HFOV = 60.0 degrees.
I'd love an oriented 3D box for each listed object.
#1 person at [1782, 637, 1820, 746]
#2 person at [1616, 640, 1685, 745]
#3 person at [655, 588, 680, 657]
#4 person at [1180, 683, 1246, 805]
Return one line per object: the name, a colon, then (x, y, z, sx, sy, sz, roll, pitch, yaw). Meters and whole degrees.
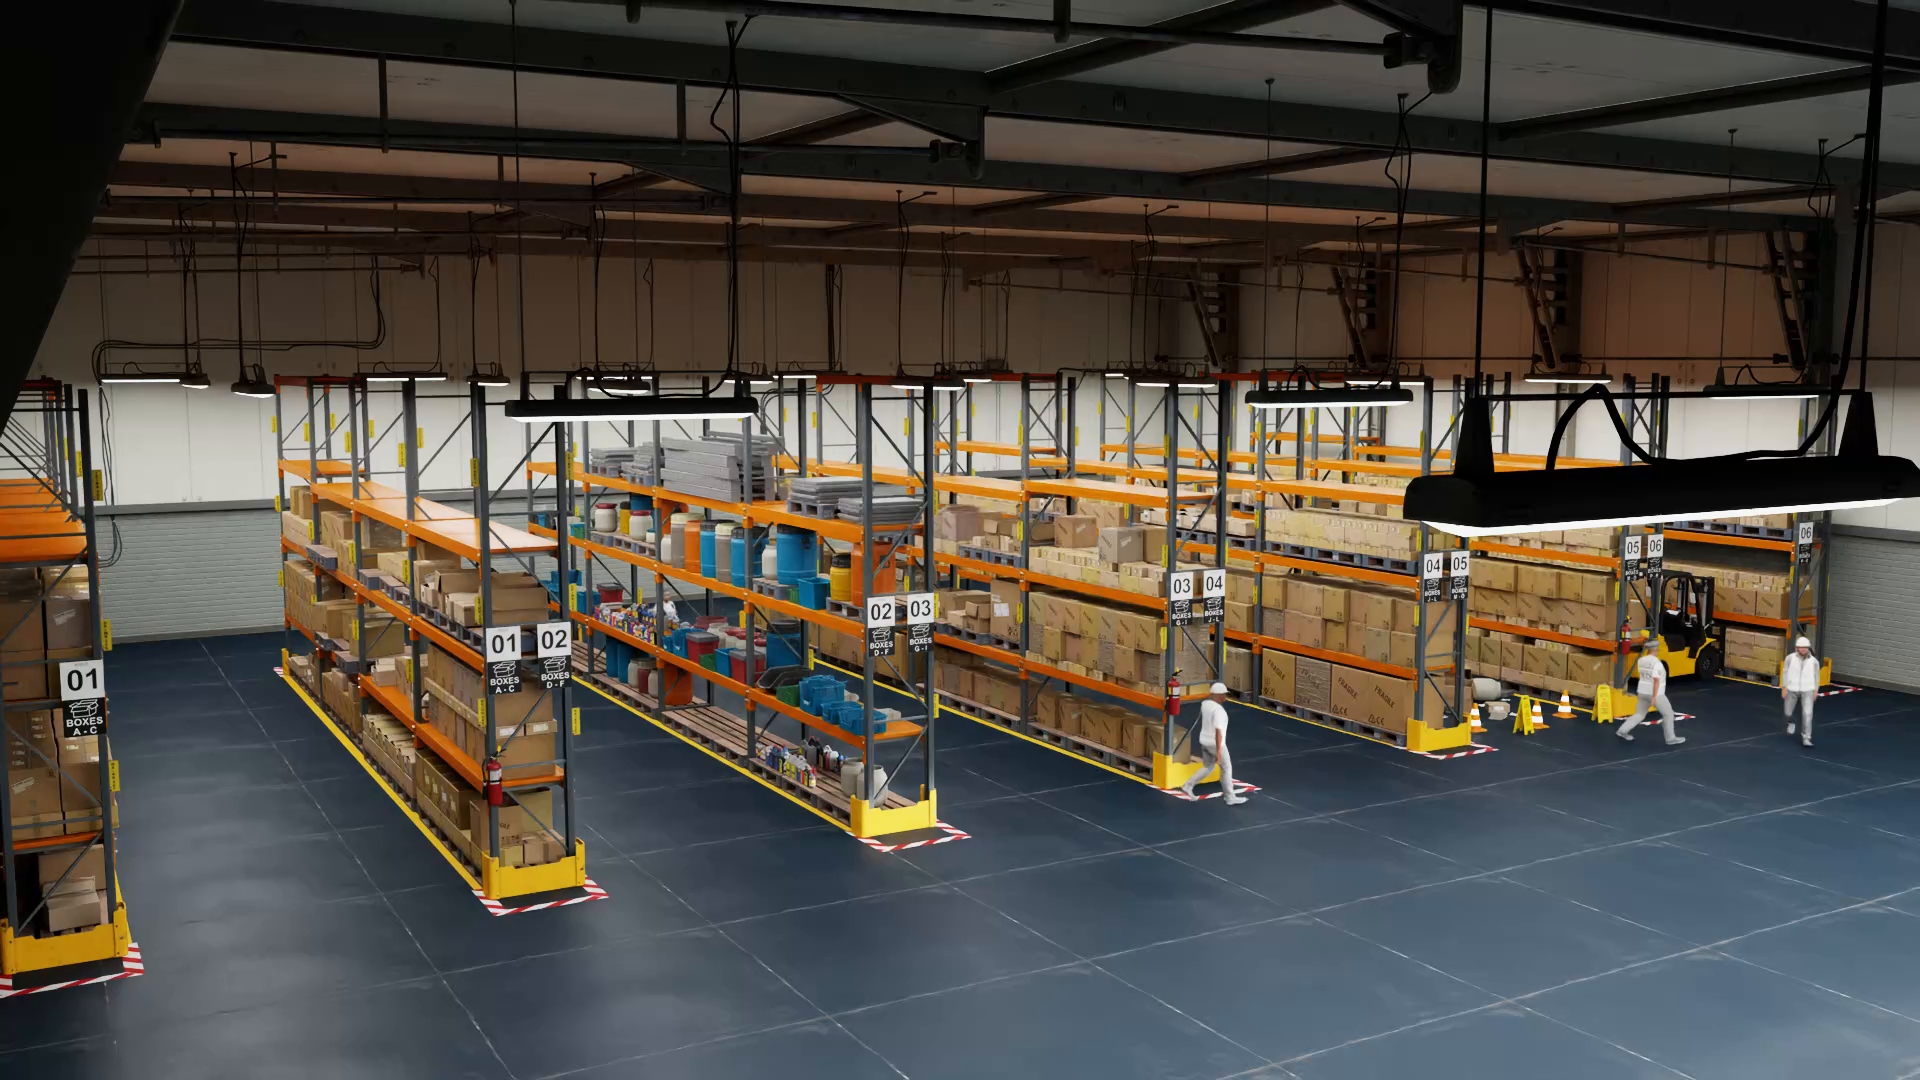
person: (13.859, 2.460, 27.420, 0.567, 1.749, 0.883, 3, 7, 25)
person: (11.363, 2.508, 27.311, 1.025, 1.699, 0.577, -3, 7, -23)
person: (-5.971, 1.785, 33.907, 0.965, 1.637, 0.529, 6, 9, 44)
person: (3.589, 2.887, 23.586, 0.928, 1.742, 0.607, -2, 7, -18)
